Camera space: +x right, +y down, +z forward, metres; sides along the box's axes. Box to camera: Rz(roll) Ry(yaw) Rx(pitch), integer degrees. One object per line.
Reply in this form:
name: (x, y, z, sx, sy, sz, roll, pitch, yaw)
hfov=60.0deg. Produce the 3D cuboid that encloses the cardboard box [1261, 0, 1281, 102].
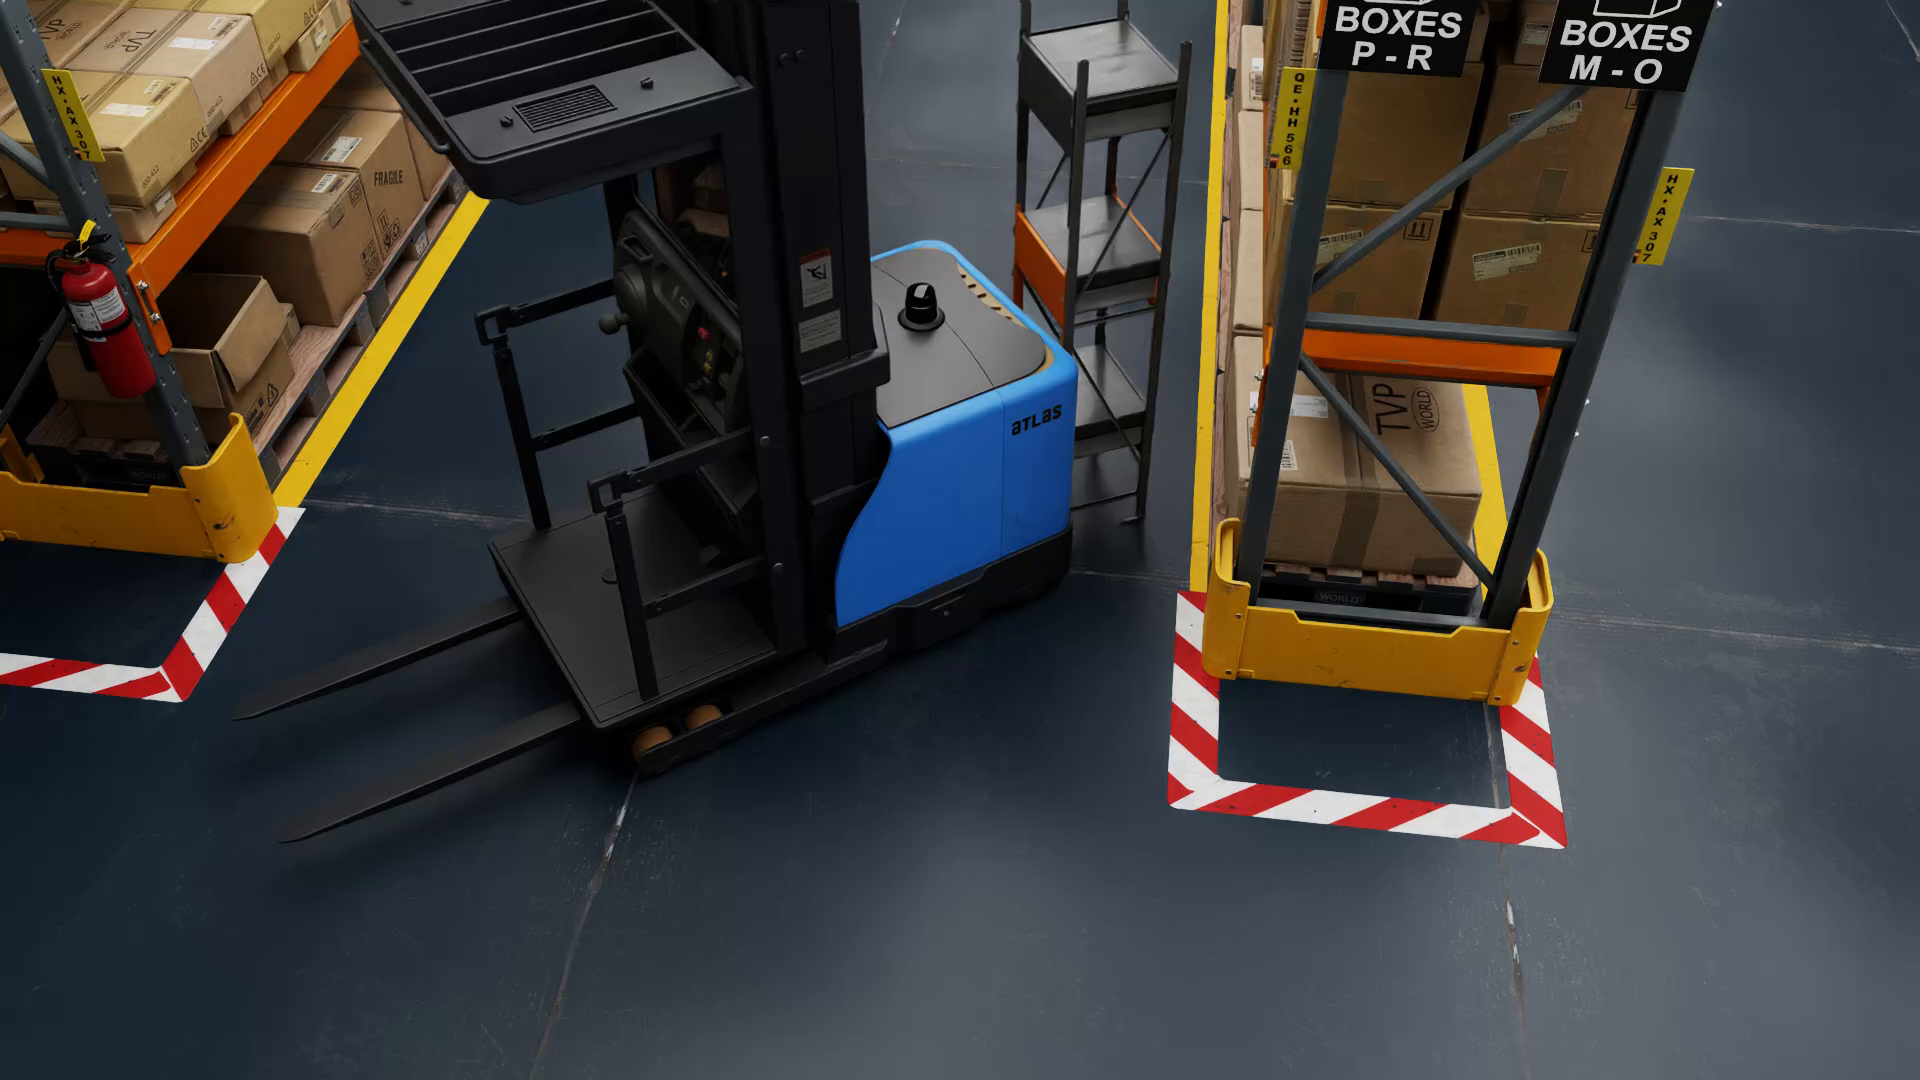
cardboard box: (1.504, -2.094, 6.707, 0.500, 0.500, 0.500, 6, 44, 7)

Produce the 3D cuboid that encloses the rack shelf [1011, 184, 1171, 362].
rack shelf: (0.482, -0.957, 6.253, 0.431, 0.518, 0.480, -14, 45, -15)

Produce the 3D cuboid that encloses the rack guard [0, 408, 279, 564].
rack guard: (-3.403, -0.252, 6.653, 1.175, 0.500, 0.348, 5, 44, 6)

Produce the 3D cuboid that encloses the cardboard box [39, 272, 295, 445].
cardboard box: (-3.238, -0.762, 6.884, 0.797, 0.503, 0.637, 4, 44, 4)

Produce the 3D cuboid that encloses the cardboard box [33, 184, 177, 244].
cardboard box: (-3.098, -1.216, 6.035, 0.380, 0.149, 0.250, 5, 44, 5)

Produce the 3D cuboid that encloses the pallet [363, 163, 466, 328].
pallet: (-3.135, -1.520, 8.202, 1.003, 0.211, 1.213, 5, 44, 6)

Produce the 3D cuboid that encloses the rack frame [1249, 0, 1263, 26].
rack frame: (2.036, -3.385, 8.144, 1.000, 3.000, 0.127, 5, 44, 6)

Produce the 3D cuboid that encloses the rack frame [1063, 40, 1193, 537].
rack frame: (0.567, -0.810, 6.077, 0.400, 2.100, 0.015, -14, 45, -15)

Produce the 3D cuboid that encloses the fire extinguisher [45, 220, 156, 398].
fire extinguisher: (-2.975, -0.802, 5.743, 0.296, 0.674, 0.183, 5, 44, 6)

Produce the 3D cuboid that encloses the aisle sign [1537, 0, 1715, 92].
aisle sign: (1.785, -1.528, 4.291, 0.394, 0.787, 0.004, 5, 44, 6)

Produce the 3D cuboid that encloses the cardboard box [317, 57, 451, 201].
cardboard box: (-2.950, -2.048, 8.243, 0.700, 0.500, 0.500, 4, 44, 4)

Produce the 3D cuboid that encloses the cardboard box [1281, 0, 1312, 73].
cardboard box: (1.375, -1.768, 5.635, 0.500, 0.500, 0.500, 5, 44, 6)

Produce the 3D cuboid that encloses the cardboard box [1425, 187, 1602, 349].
cardboard box: (1.855, -0.997, 5.548, 0.500, 0.500, 0.500, 5, 44, 5)

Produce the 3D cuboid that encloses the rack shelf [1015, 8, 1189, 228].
rack shelf: (0.481, -1.467, 5.773, 0.431, 0.518, 0.480, -14, 45, -15)

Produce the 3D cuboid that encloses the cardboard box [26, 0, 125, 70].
cardboard box: (-3.546, -1.850, 6.415, 0.500, 0.250, 0.500, 5, 44, 6)

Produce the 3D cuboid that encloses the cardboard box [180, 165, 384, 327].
cardboard box: (-3.087, -1.340, 7.496, 0.700, 0.500, 0.500, 7, 44, 7)

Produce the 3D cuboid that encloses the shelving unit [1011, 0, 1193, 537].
shelving unit: (0.482, -0.967, 6.243, 0.431, 2.100, 0.503, -14, 45, -15)

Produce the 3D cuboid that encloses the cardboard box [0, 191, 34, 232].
cardboard box: (-3.635, -1.267, 6.089, 0.380, 0.149, 0.250, 5, 44, 5)

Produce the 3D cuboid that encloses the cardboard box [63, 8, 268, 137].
cardboard box: (-3.020, -1.790, 6.351, 0.500, 0.250, 0.500, 6, 44, 6)

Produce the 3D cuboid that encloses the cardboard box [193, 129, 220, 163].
cardboard box: (-3.110, -1.576, 6.415, 0.380, 0.149, 0.250, 5, 44, 5)

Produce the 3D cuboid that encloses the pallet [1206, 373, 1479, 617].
pallet: (1.536, -0.199, 6.807, 1.003, 0.211, 1.213, 5, 44, 6)

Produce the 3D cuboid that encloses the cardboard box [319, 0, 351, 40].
cardboard box: (-2.864, -2.271, 7.149, 0.380, 0.149, 0.250, 6, 44, 6)

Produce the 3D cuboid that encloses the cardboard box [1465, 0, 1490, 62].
cardboard box: (1.356, -1.557, 4.941, 0.380, 0.149, 0.250, 6, 44, 6)

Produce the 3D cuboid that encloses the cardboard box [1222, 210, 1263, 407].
cardboard box: (1.608, -0.965, 7.145, 0.875, 0.438, 0.875, 6, 44, 7)

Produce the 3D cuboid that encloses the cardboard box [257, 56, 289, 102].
cardboard box: (-2.986, -1.924, 6.783, 0.380, 0.149, 0.250, 6, 44, 6)

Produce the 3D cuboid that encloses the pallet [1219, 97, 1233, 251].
pallet: (1.858, -1.862, 8.563, 1.003, 0.211, 1.213, 5, 44, 6)

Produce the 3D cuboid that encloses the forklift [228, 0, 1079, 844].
forklift: (-1.090, -0.659, 5.314, 3.031, 2.935, 1.130, -23, 48, -22)

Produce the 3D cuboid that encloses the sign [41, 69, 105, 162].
sign: (-2.875, -1.373, 5.389, 0.100, 0.325, 0.005, 5, 44, 6)

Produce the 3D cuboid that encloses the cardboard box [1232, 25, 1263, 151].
cardboard box: (1.847, -2.189, 8.439, 0.875, 0.438, 0.875, 5, 44, 5)

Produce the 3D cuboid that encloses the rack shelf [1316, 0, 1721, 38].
rack shelf: (1.772, -2.850, 5.920, 1.077, 0.370, 4.000, 5, 44, 6)

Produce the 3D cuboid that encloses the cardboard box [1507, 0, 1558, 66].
cardboard box: (1.829, -1.511, 4.892, 0.380, 0.149, 0.250, 6, 44, 6)

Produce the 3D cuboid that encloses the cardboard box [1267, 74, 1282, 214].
cardboard box: (1.390, -1.389, 5.963, 0.500, 0.500, 0.500, 4, 44, 5)

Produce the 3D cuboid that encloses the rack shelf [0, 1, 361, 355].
rack shelf: (-3.149, -2.210, 7.425, 1.077, 0.370, 4.000, 5, 44, 6)

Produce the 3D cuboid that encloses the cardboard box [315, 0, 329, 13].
cardboard box: (-2.909, -2.486, 7.087, 0.500, 0.250, 0.500, 4, 44, 4)

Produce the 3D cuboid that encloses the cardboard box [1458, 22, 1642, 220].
cardboard box: (1.853, -1.360, 5.205, 0.500, 0.500, 0.500, 4, 44, 5)
